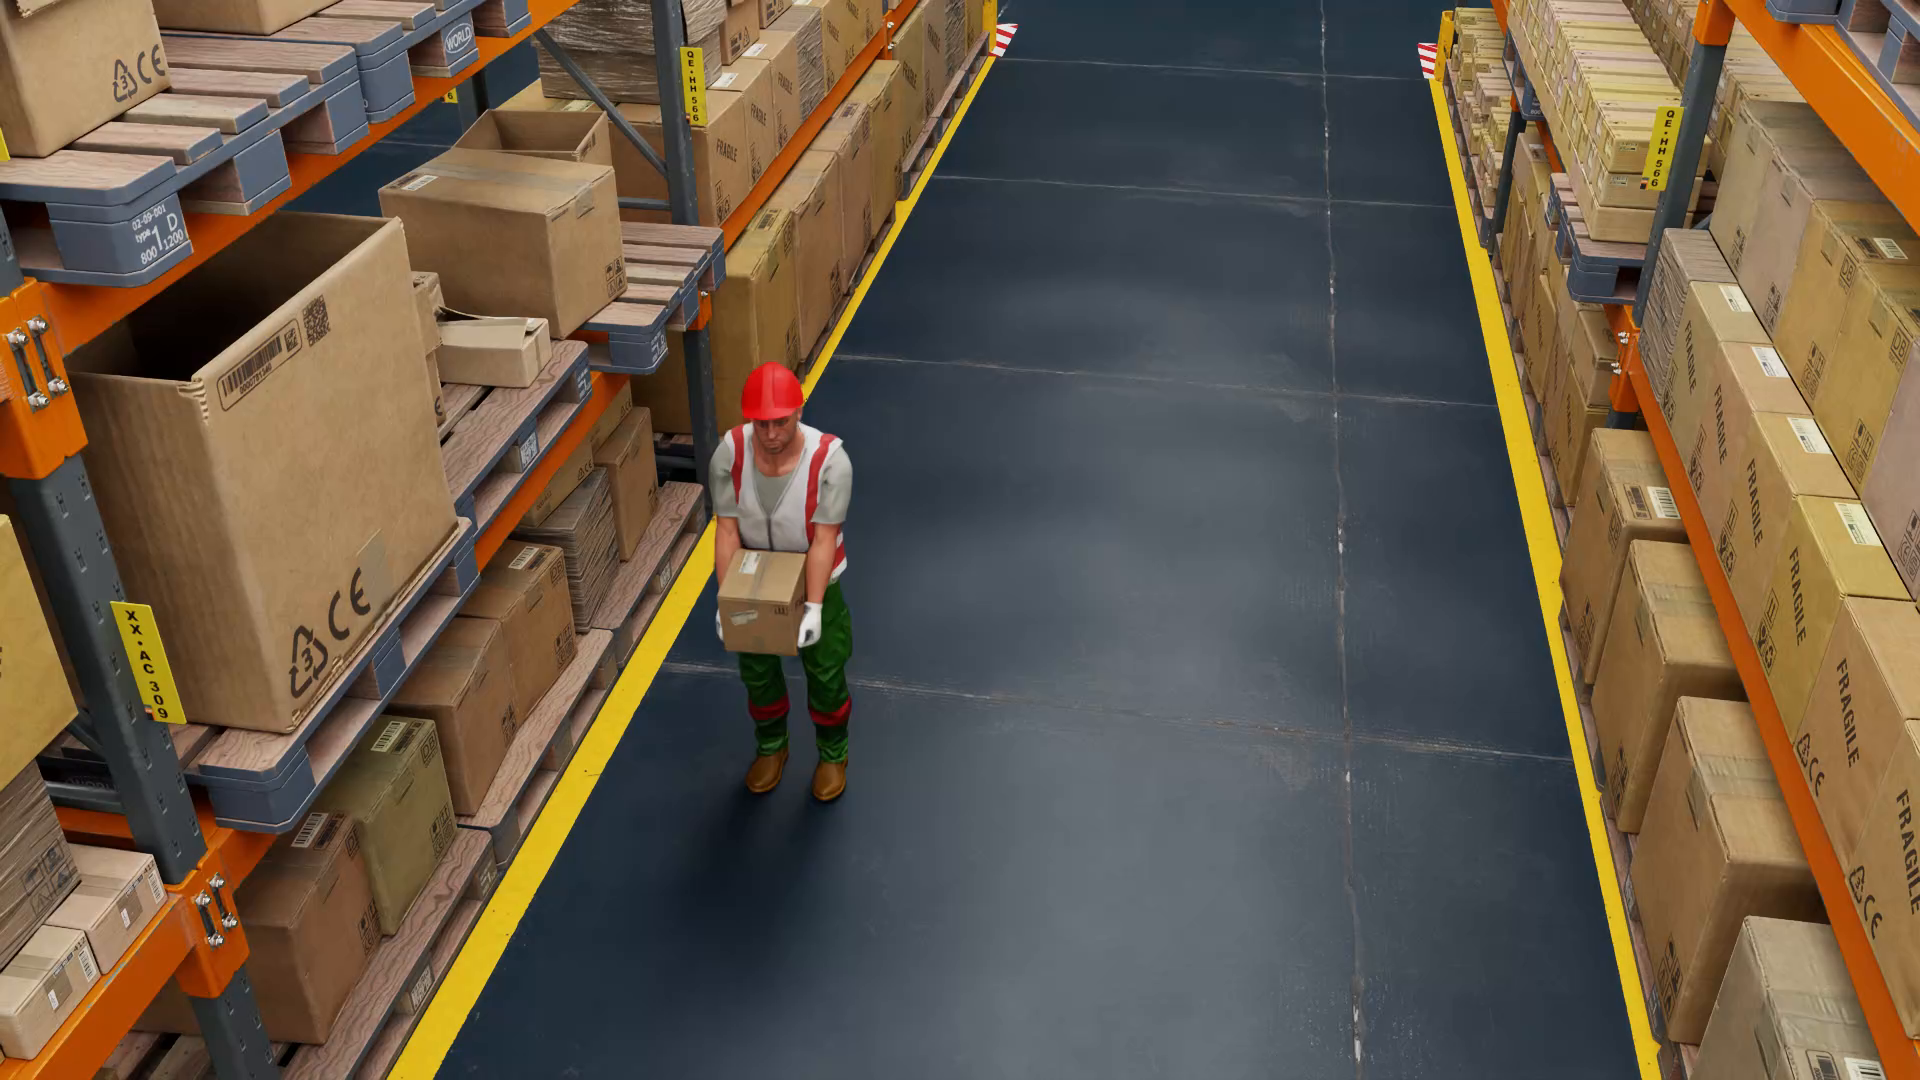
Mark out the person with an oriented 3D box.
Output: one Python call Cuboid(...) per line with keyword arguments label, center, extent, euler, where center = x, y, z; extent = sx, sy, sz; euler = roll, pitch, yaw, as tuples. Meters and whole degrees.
Cuboid(label="person", center=(-0.613, 0.187, 5.833), extent=(0.493, 1.770, 0.576), euler=(5, 32, 7))
